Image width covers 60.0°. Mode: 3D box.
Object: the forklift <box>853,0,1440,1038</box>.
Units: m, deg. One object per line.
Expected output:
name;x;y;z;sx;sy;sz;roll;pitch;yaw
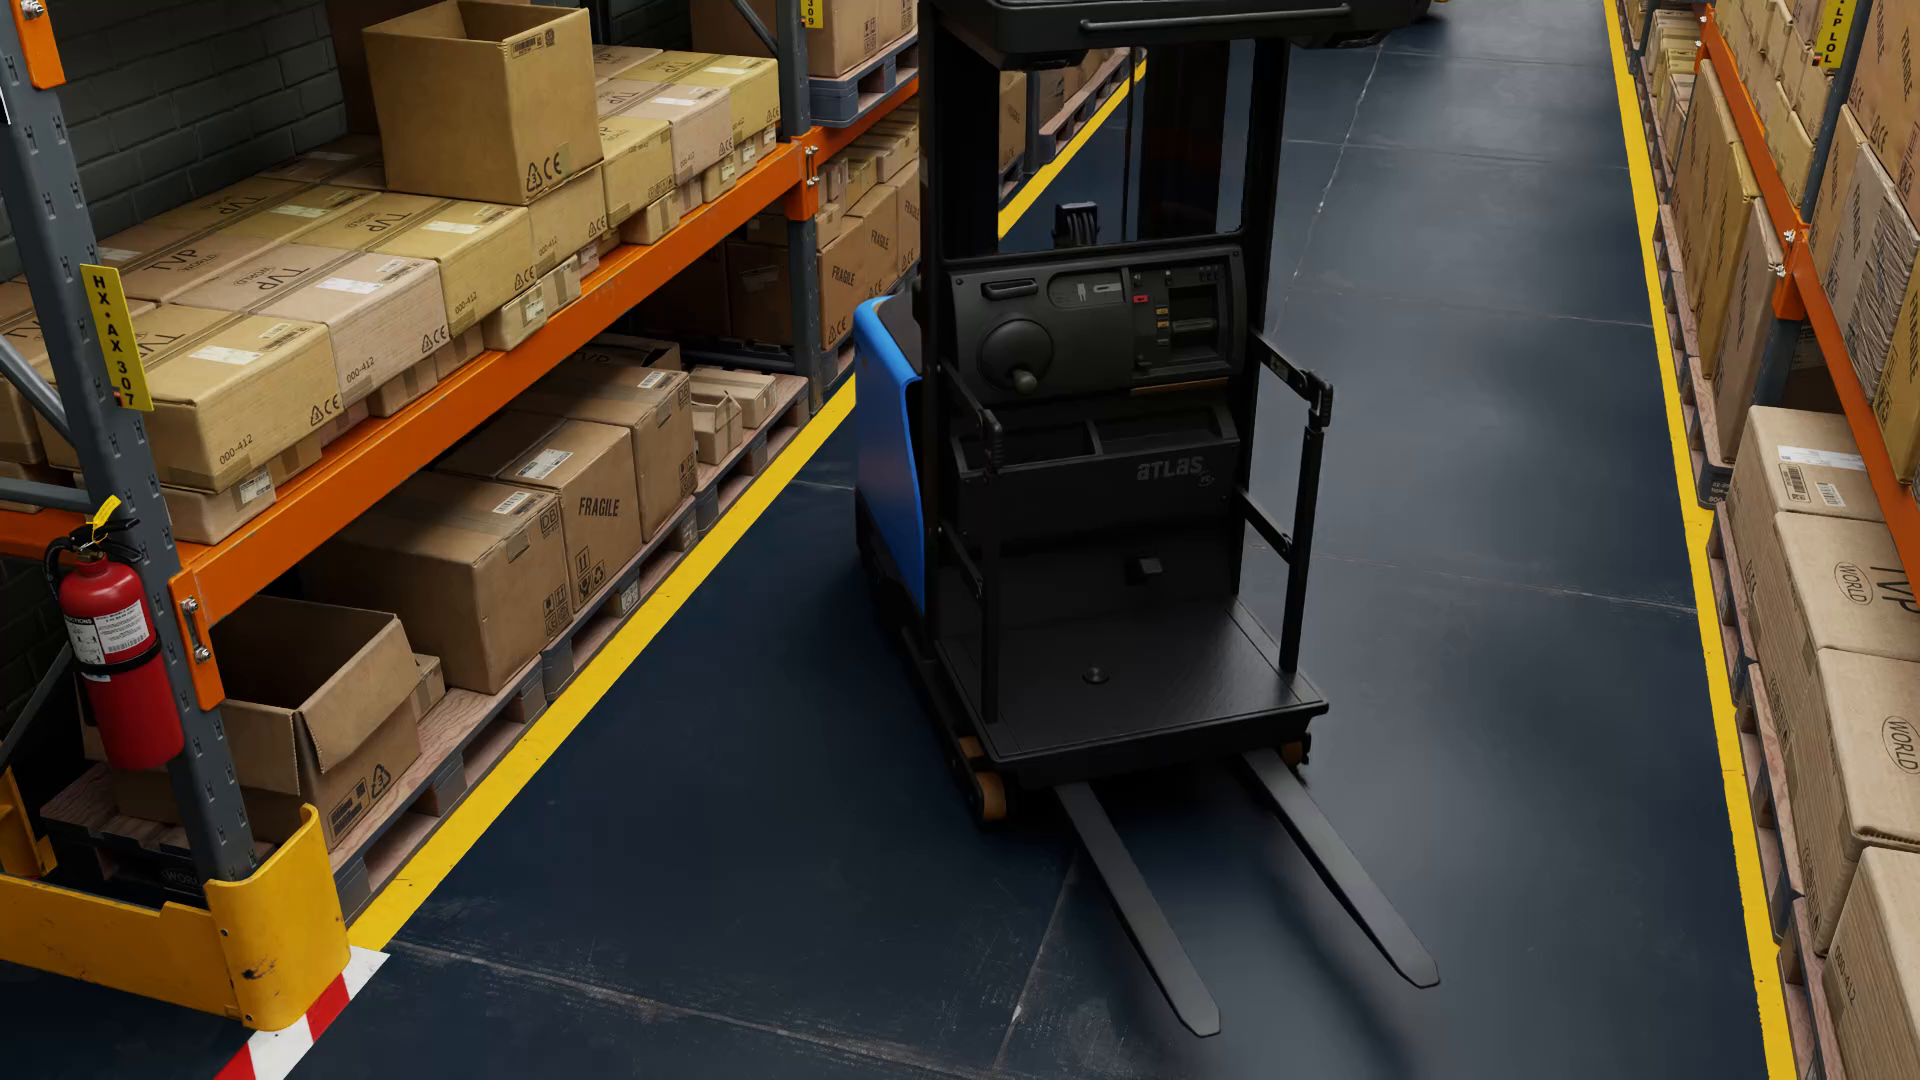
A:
forklift;0.489;-0.615;4.840;1.130;2.935;3.031;-8;30;-14

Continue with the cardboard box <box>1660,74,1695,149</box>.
cardboard box;5.161;-2.779;10.931;0.950;0.372;0.625;8;30;14

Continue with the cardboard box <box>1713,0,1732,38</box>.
cardboard box;4.393;-2.881;8.998;0.500;0.250;0.500;8;30;14

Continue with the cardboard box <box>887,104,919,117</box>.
cardboard box;-0.288;-2.342;9.346;0.380;0.149;0.250;7;30;12

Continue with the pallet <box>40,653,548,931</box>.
pallet;-2.062;0.686;5.301;1.003;0.211;1.213;8;30;15

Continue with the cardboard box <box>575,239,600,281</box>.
cardboard box;-1.465;-0.978;5.680;0.380;0.149;0.250;8;30;15

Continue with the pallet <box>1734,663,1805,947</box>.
pallet;2.949;0.850;5.005;1.003;0.211;1.213;8;30;15

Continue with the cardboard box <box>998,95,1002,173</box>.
cardboard box;-0.045;-2.478;10.258;0.500;0.500;0.500;8;30;14

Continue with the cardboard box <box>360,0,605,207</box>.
cardboard box;-1.487;-1.389;5.238;0.500;0.500;0.500;9;30;16

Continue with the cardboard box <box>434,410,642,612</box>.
cardboard box;-1.508;-0.112;6.005;0.500;0.500;0.500;9;30;16

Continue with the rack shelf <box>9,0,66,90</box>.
rack shelf;-1.730;-2.053;5.010;1.077;0.370;4.000;8;30;15

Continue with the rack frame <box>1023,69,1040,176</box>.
rack frame;0.031;-3.845;10.576;1.000;3.000;0.127;8;30;15

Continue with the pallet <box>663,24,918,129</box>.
pallet;-0.804;-2.258;7.921;1.003;0.211;1.213;8;30;15

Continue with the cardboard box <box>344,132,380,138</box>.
cardboard box;-1.841;-1.385;6.003;0.500;0.250;0.500;9;30;16

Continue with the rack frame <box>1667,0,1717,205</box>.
rack frame;4.777;-3.138;9.306;1.000;3.000;0.127;8;30;15

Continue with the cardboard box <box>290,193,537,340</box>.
cardboard box;-1.633;-0.834;5.013;0.500;0.250;0.500;8;30;14

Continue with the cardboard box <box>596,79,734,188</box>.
cardboard box;-1.192;-1.544;6.288;0.500;0.250;0.500;9;30;15

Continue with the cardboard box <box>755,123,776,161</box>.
cardboard box;-0.995;-1.692;6.965;0.380;0.149;0.250;9;30;16

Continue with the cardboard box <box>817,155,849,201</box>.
cardboard box;-0.753;-1.747;7.971;0.380;0.149;0.250;7;30;12

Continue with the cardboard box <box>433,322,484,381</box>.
cardboard box;-1.679;-0.616;5.030;0.380;0.149;0.250;9;30;16

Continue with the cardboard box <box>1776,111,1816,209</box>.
cardboard box;3.494;-1.458;6.440;0.500;0.250;0.500;8;30;14

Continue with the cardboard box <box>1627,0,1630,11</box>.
cardboard box;6.168;-4.777;14.648;0.500;0.250;0.500;9;30;16

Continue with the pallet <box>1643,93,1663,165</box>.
pallet;5.368;-2.848;11.652;1.003;0.211;1.213;8;30;15

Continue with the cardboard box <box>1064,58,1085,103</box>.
cardboard box;0.411;-3.583;12.117;0.875;0.625;0.625;9;30;17

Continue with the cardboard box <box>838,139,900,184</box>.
cardboard box;-0.535;-1.990;8.714;0.380;0.149;0.250;8;30;15

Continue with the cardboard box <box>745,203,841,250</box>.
cardboard box;-0.783;-1.489;7.814;0.380;0.149;0.250;10;31;17

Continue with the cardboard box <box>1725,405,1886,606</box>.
cardboard box;3.316;-0.067;5.988;0.875;0.438;0.875;8;30;14

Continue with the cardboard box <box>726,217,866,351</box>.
cardboard box;-0.786;-1.270;8.087;0.500;0.500;0.500;10;31;17

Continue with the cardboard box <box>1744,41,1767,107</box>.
cardboard box;3.958;-2.167;7.715;0.500;0.250;0.500;8;30;15

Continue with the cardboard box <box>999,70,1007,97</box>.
cardboard box;0.078;-2.823;10.211;0.380;0.149;0.250;7;30;12

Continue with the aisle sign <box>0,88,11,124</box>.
aisle sign;-2.057;-1.190;3.129;0.394;0.787;0.004;8;30;15

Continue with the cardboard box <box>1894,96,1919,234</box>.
cardboard box;2.916;-1.103;4.516;0.500;0.500;0.500;9;30;16

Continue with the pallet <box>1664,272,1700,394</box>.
pallet;4.114;-0.999;8.329;1.003;0.211;1.213;8;30;15

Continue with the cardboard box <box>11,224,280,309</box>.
cardboard box;-2.283;-0.683;4.740;0.500;0.250;0.500;9;30;15

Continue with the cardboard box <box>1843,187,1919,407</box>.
cardboard box;2.911;-0.679;4.782;0.500;0.500;0.500;9;30;15

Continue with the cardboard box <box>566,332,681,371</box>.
cardboard box;-1.563;-0.721;7.295;0.500;0.311;0.500;10;30;17

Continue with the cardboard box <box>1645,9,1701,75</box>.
cardboard box;5.800;-3.788;12.746;0.950;0.372;0.625;9;30;16

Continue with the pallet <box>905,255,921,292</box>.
pallet;-0.584;-1.720;9.624;1.003;0.211;1.213;8;30;15

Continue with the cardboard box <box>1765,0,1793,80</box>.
cardboard box;3.786;-2.147;7.164;0.500;0.250;0.500;9;30;16

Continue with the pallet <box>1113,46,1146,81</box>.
pallet;1.026;-4.137;13.970;1.003;0.211;1.213;8;30;15

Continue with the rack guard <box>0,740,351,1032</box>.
rack guard;-2.295;0.930;4.564;1.175;0.500;0.348;8;30;15

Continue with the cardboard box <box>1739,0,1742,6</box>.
cardboard box;4.240;-2.851;8.430;0.500;0.250;0.500;9;30;16

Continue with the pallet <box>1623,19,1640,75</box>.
pallet;6.115;-4.096;13.896;1.003;0.211;1.213;8;30;15

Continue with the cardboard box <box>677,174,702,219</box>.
cardboard box;-1.207;-1.326;6.306;0.380;0.149;0.250;9;30;16

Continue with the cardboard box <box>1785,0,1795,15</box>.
cardboard box;3.806;-2.478;6.987;0.500;0.500;0.500;9;30;16

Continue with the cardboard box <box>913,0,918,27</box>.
cardboard box;-0.368;-2.702;8.227;0.396;0.266;0.258;10;31;17

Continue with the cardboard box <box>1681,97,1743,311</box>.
cardboard box;4.229;-1.670;8.421;0.875;0.875;0.875;9;30;15
